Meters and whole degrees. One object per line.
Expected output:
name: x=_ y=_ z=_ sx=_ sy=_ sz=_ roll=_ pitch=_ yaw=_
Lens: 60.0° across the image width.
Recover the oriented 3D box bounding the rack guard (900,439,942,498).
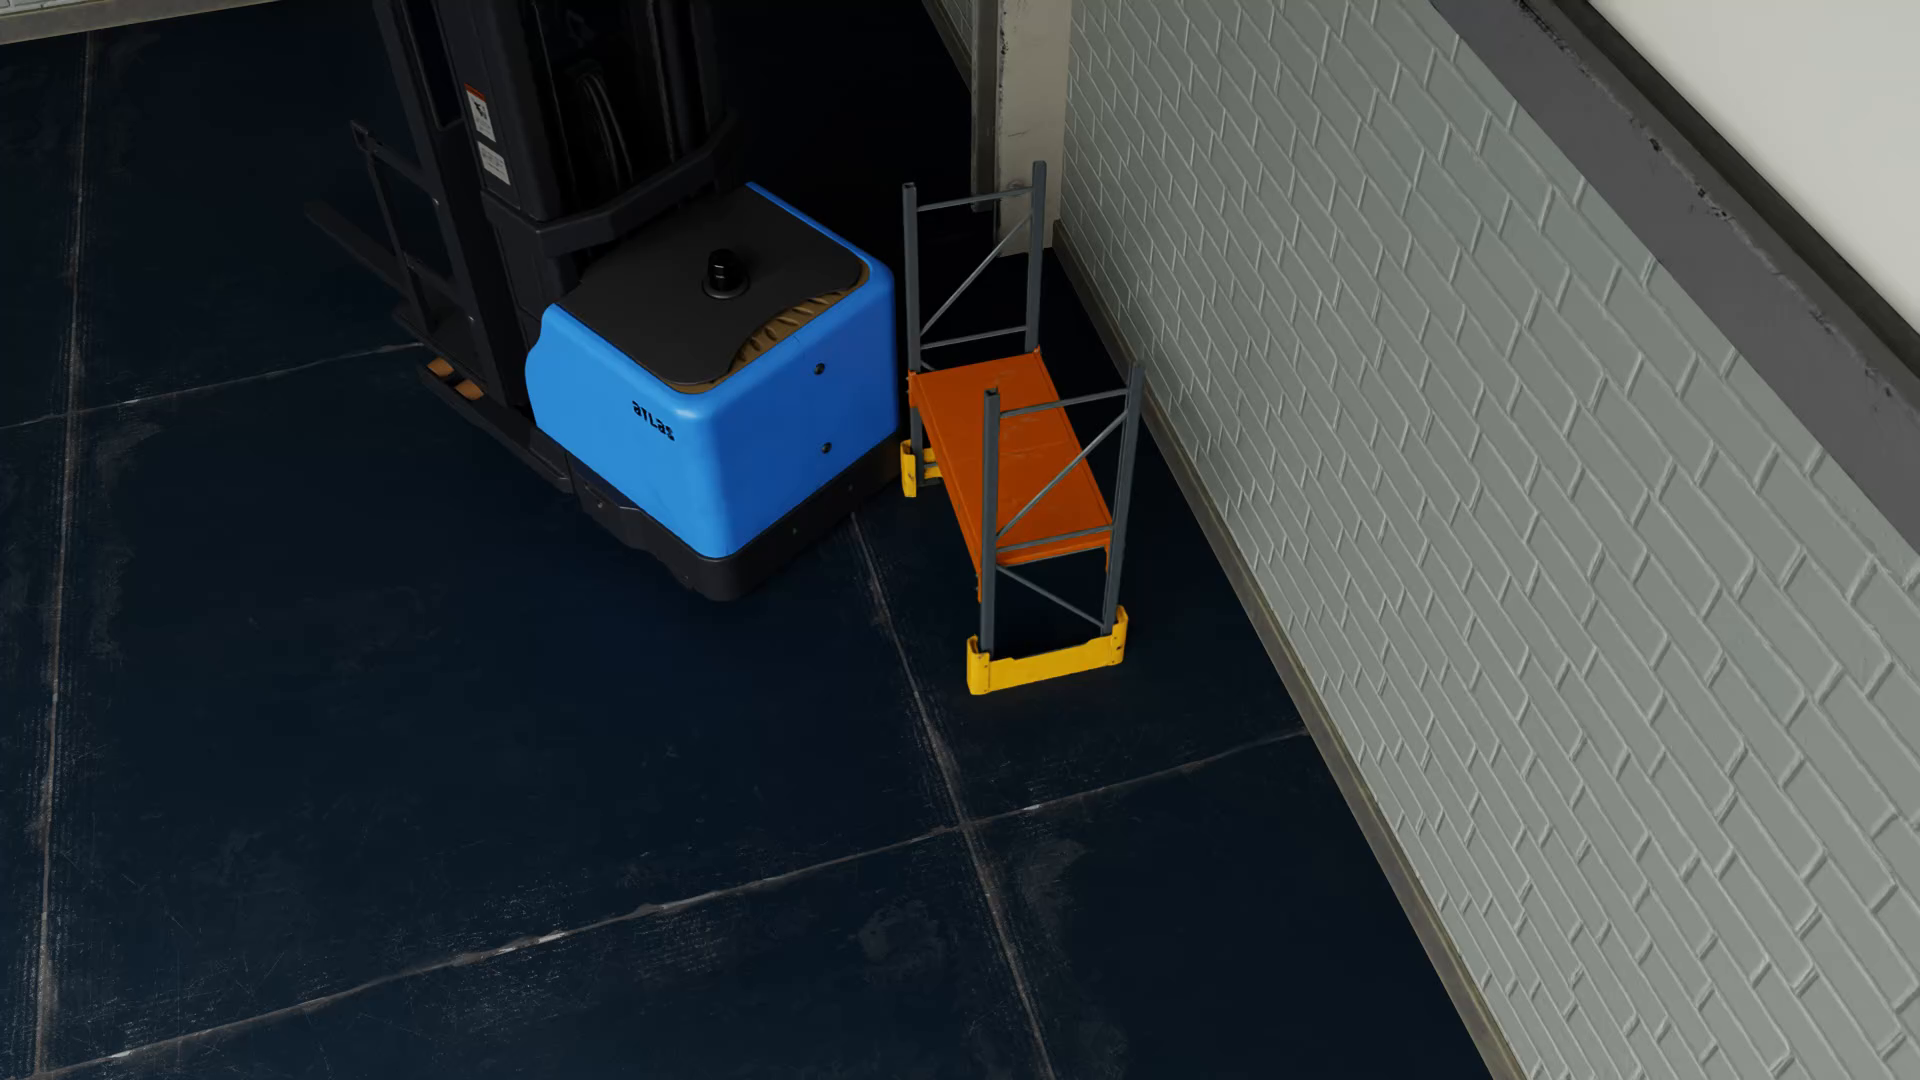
rack guard: x=0.055 y=-0.335 z=6.658 sx=0.587 sy=0.250 sz=0.087 roll=-12 pitch=51 yaw=-10

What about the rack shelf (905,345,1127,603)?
rack shelf: x=0.183 y=-0.261 z=6.014 sx=0.538 sy=0.185 sz=1.000 roll=-12 pitch=51 yaw=-10

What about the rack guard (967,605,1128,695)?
rack guard: x=0.315 y=0.400 z=6.039 sx=0.587 sy=0.250 sz=0.087 roll=-12 pitch=51 yaw=-10

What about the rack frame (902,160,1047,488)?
rack frame: x=0.050 y=-0.752 z=6.193 sx=0.500 sy=1.500 sz=0.032 roll=-12 pitch=51 yaw=-10

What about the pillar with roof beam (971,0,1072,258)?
pillar with roof beam: x=-3.858 y=-3.402 z=3.522 sx=9.100 sy=9.000 sz=0.400 roll=-13 pitch=51 yaw=-11

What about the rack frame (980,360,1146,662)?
rack frame: x=0.316 y=-0.002 z=5.560 sx=0.500 sy=1.500 sz=0.032 roll=-12 pitch=51 yaw=-10

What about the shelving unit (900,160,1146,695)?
shelving unit: x=0.185 y=-0.370 z=5.871 sx=0.587 sy=1.500 sz=1.083 roll=-12 pitch=51 yaw=-10

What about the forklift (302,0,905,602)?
forklift: x=-1.642 y=-1.713 z=6.067 sx=3.031 sy=2.935 sz=1.130 roll=35 pitch=58 yaw=26
